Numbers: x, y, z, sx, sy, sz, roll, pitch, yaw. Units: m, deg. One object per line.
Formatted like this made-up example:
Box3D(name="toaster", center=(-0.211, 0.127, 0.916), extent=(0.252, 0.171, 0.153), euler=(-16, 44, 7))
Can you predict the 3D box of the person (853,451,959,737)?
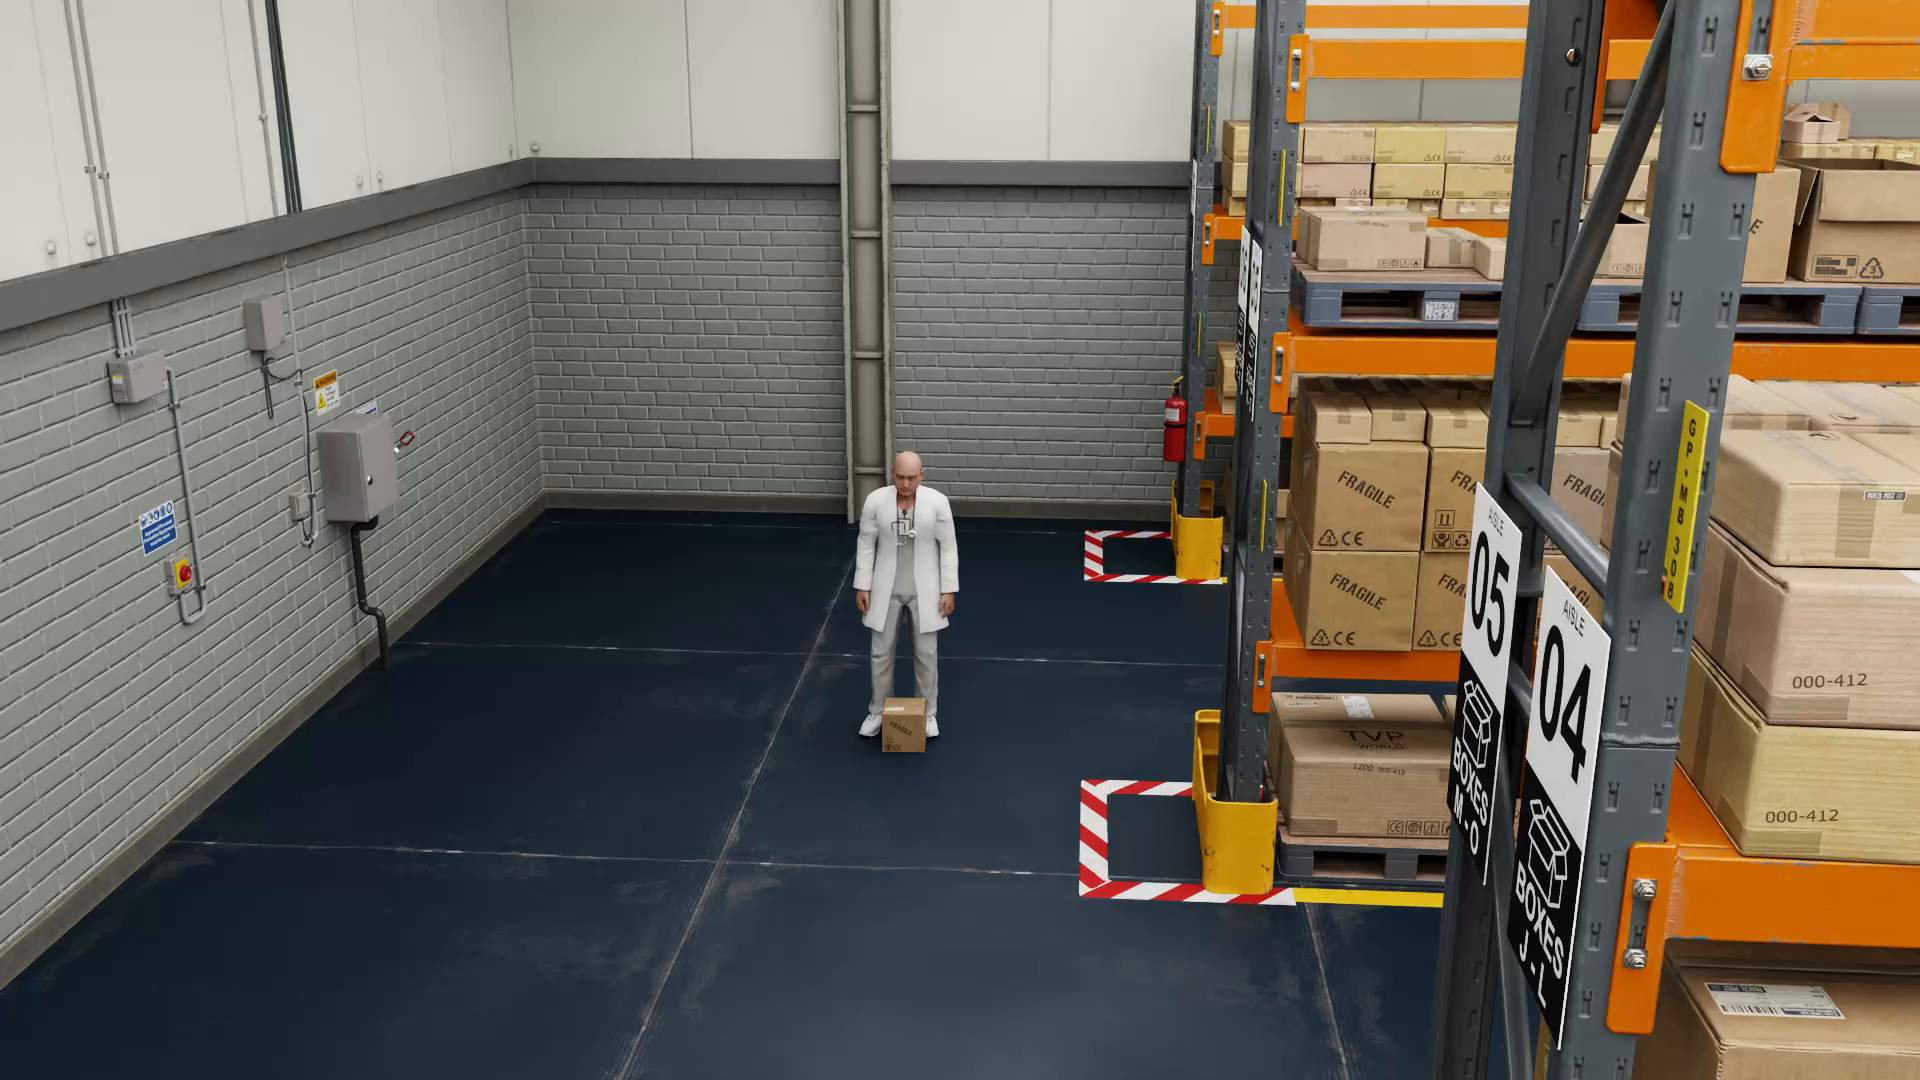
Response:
Box3D(name="person", center=(-0.327, 0.315, 10.058), extent=(0.643, 1.773, 0.427), euler=(1, 17, 4))
